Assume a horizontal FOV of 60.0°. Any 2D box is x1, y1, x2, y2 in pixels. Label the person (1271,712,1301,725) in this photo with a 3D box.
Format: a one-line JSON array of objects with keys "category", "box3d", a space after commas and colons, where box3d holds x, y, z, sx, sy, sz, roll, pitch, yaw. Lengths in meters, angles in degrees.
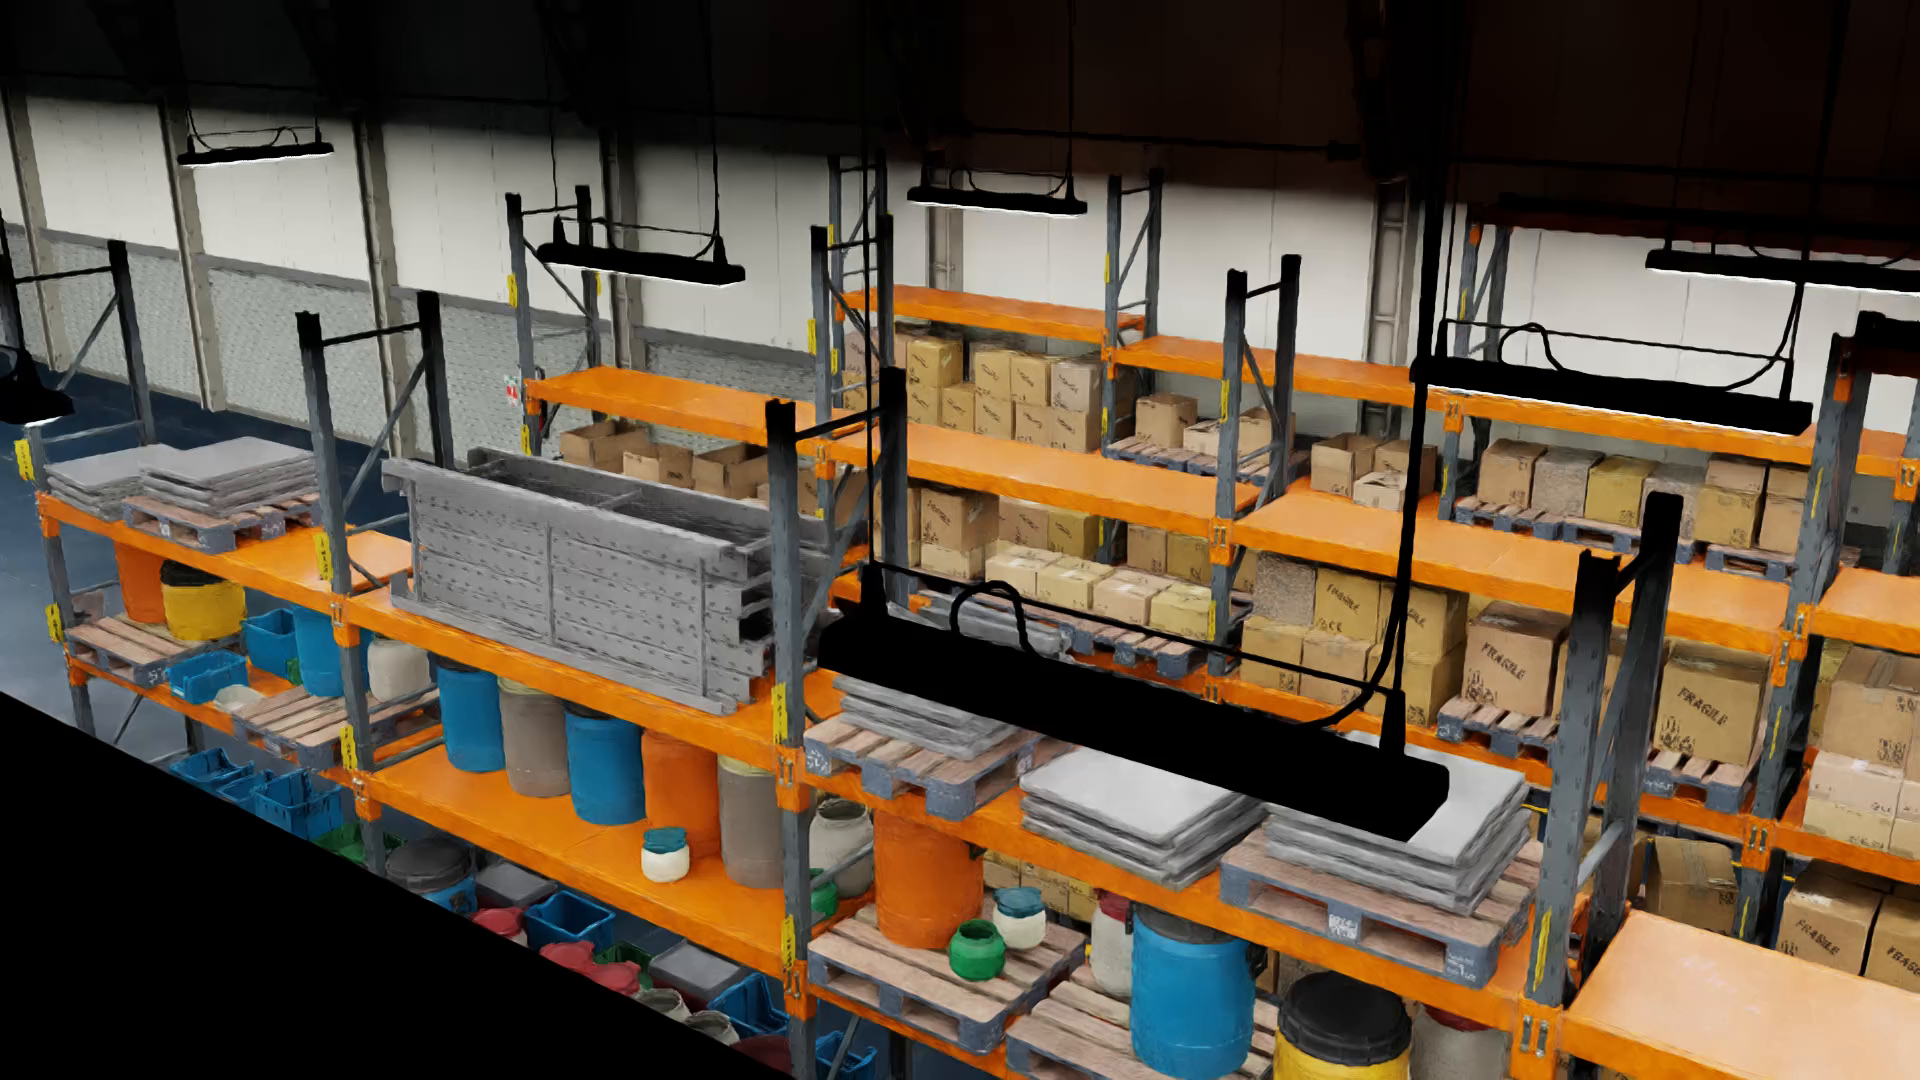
[{"category": "person", "box3d": [3.215, 1.892, 16.733, 1.193, 1.698, 0.598, 14, 23, 36]}]
